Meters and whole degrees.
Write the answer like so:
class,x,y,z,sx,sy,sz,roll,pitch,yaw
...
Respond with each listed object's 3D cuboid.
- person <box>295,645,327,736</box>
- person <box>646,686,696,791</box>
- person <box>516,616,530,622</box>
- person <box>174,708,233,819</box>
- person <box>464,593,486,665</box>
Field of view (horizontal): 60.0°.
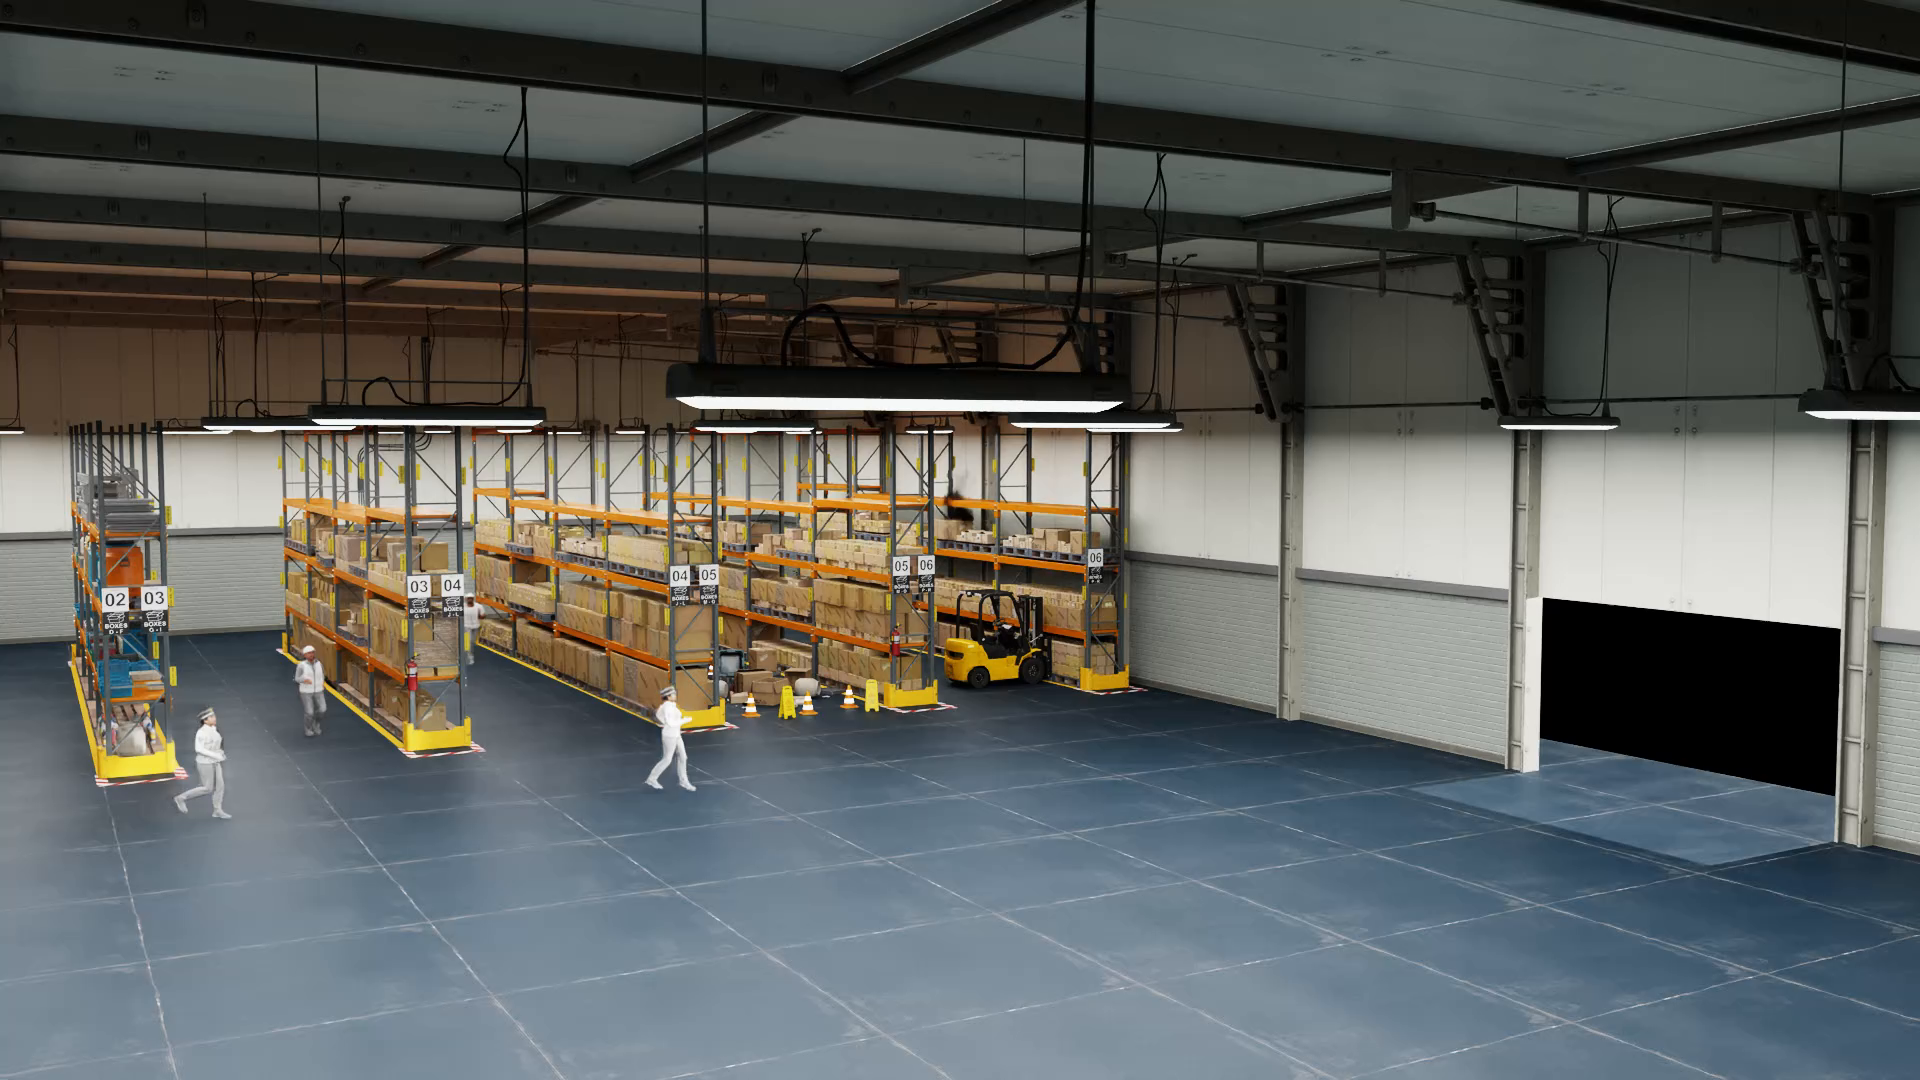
class,x,y,z,sx,sy,sz,roll,pitch,yaw
person,-12.336,2.883,31.717,0.638,1.737,0.638,-3,5,-41
person,-4.654,3.201,26.815,0.753,1.730,0.600,0,4,-2
person,-12.648,1.920,48.081,0.573,1.693,0.737,2,4,31
person,-11.346,3.354,24.971,0.781,1.695,0.624,0,4,-4
person,-12.376,2.229,42.193,0.677,1.790,0.912,-2,4,-25
